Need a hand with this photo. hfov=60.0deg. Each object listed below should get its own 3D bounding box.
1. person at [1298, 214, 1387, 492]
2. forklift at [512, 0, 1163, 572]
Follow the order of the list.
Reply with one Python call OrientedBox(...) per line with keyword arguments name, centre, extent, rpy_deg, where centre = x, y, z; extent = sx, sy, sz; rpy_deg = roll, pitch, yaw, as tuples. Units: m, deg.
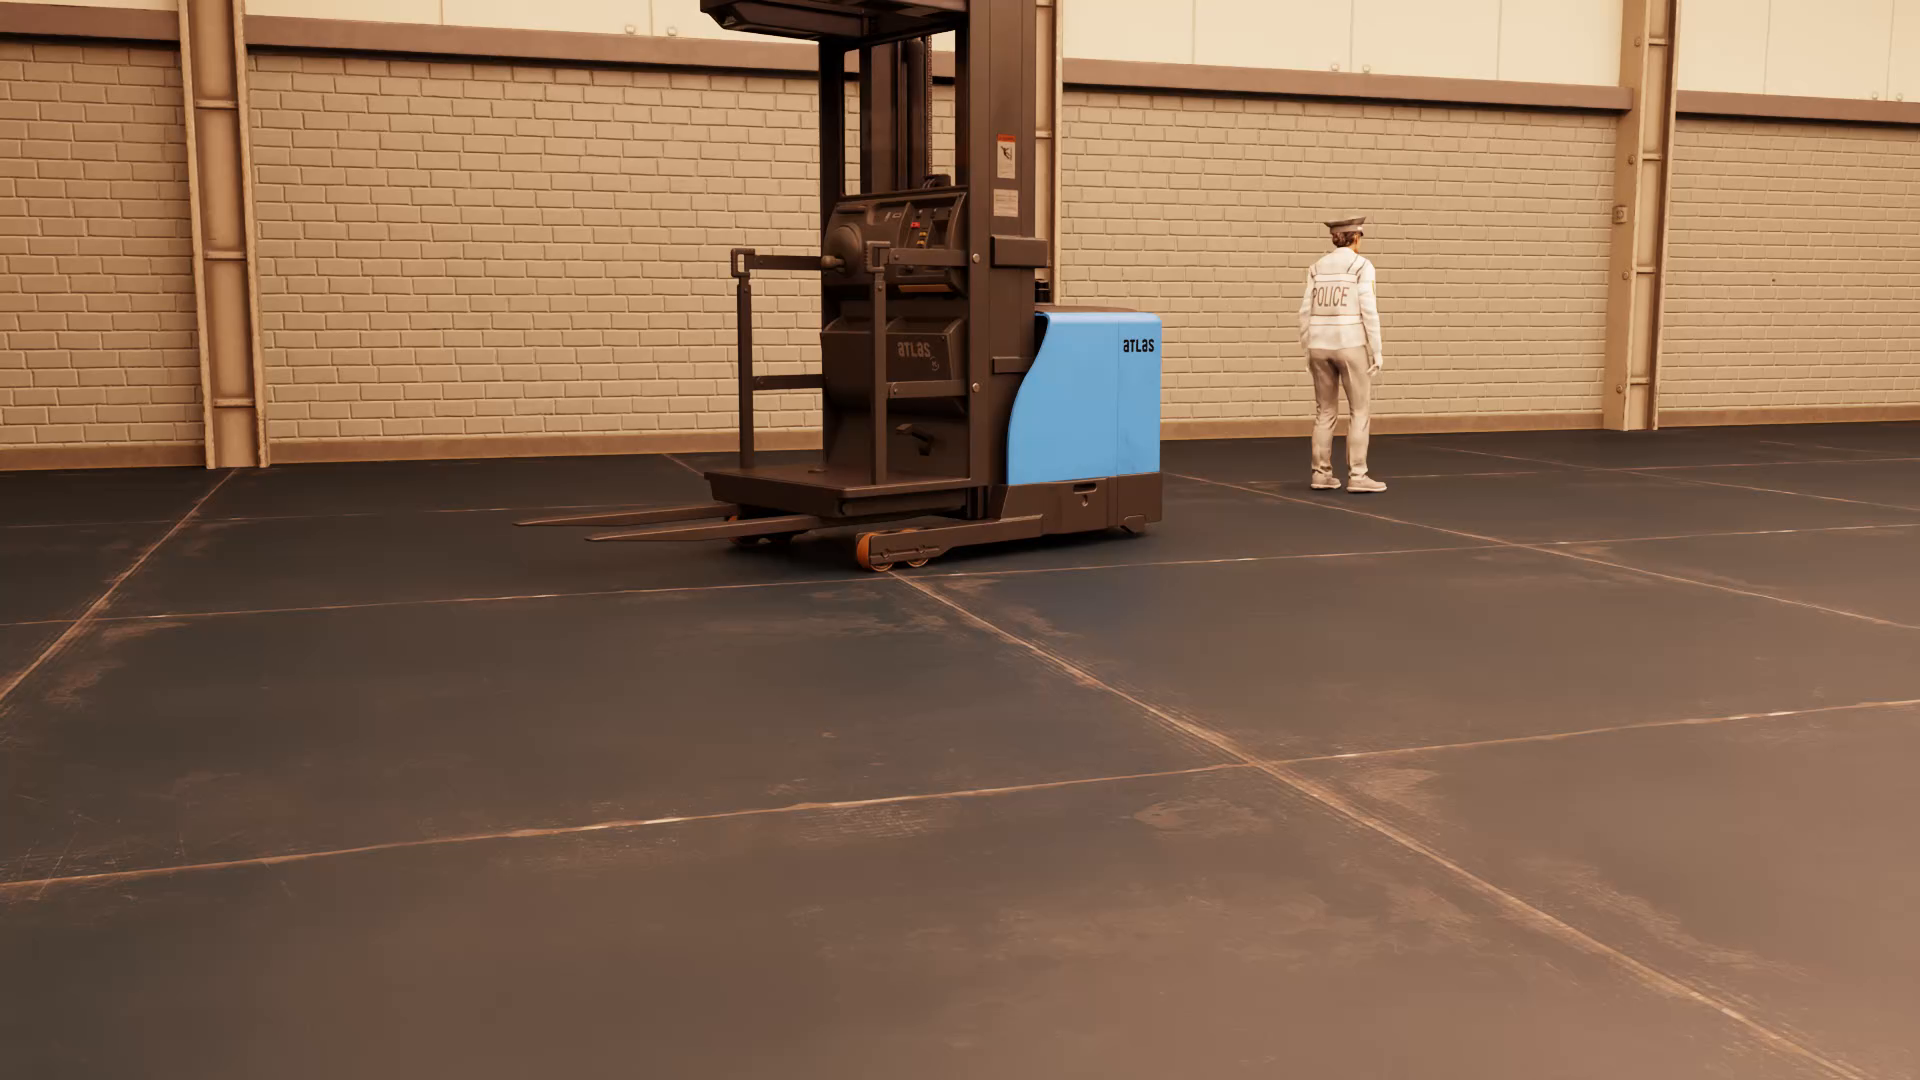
OrientedBox(name="person", centre=(2.306, -1.128, 10.057), extent=(0.542, 1.662, 0.375), rpy_deg=(7, 11, 43))
OrientedBox(name="forklift", centre=(-0.461, -1.399, 7.333), extent=(3.031, 2.935, 1.130), rpy_deg=(-7, 10, -40))
